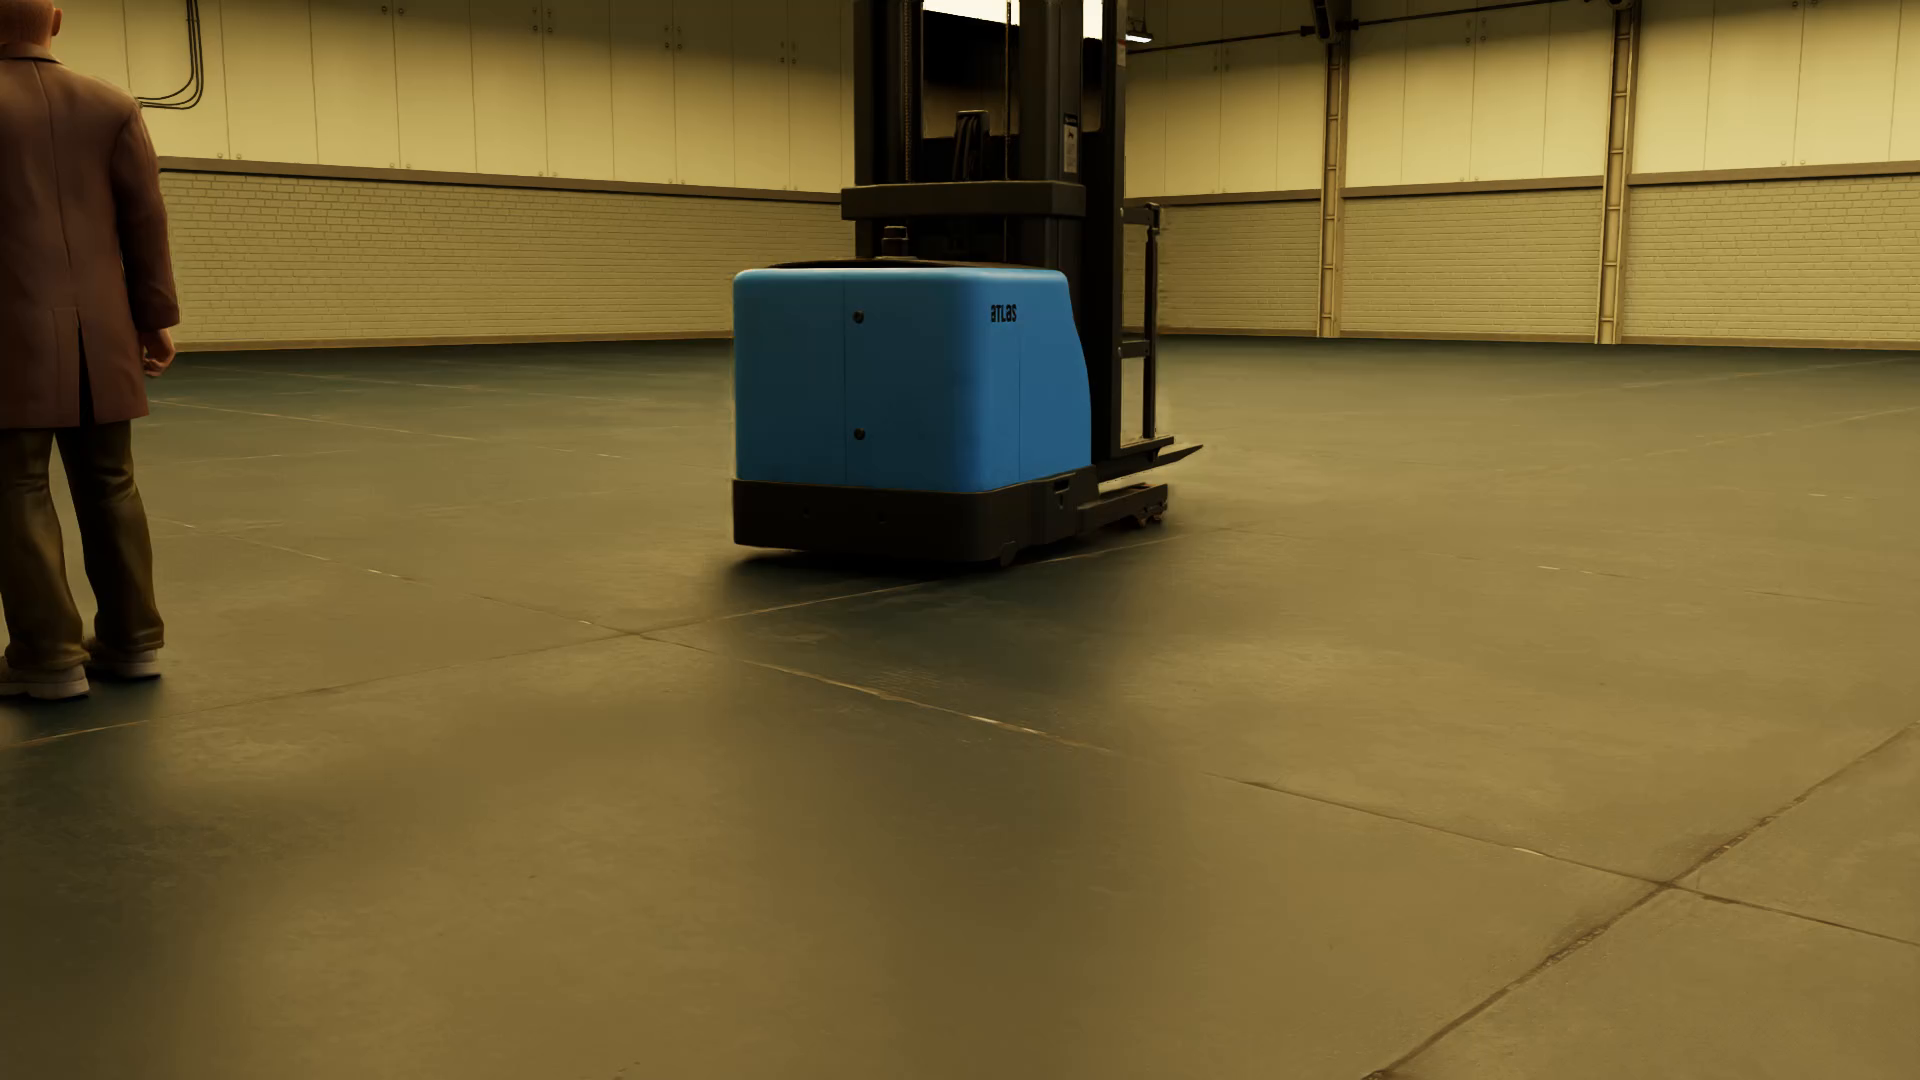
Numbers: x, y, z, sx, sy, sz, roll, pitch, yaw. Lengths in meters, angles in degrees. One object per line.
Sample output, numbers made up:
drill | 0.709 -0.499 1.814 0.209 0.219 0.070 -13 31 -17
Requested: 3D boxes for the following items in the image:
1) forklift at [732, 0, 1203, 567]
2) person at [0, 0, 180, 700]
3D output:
forklift | 0.260 -1.532 7.050 1.130 2.935 3.031 4 10 26
person | -2.299 -0.512 4.140 0.421 1.782 0.643 5 10 32
